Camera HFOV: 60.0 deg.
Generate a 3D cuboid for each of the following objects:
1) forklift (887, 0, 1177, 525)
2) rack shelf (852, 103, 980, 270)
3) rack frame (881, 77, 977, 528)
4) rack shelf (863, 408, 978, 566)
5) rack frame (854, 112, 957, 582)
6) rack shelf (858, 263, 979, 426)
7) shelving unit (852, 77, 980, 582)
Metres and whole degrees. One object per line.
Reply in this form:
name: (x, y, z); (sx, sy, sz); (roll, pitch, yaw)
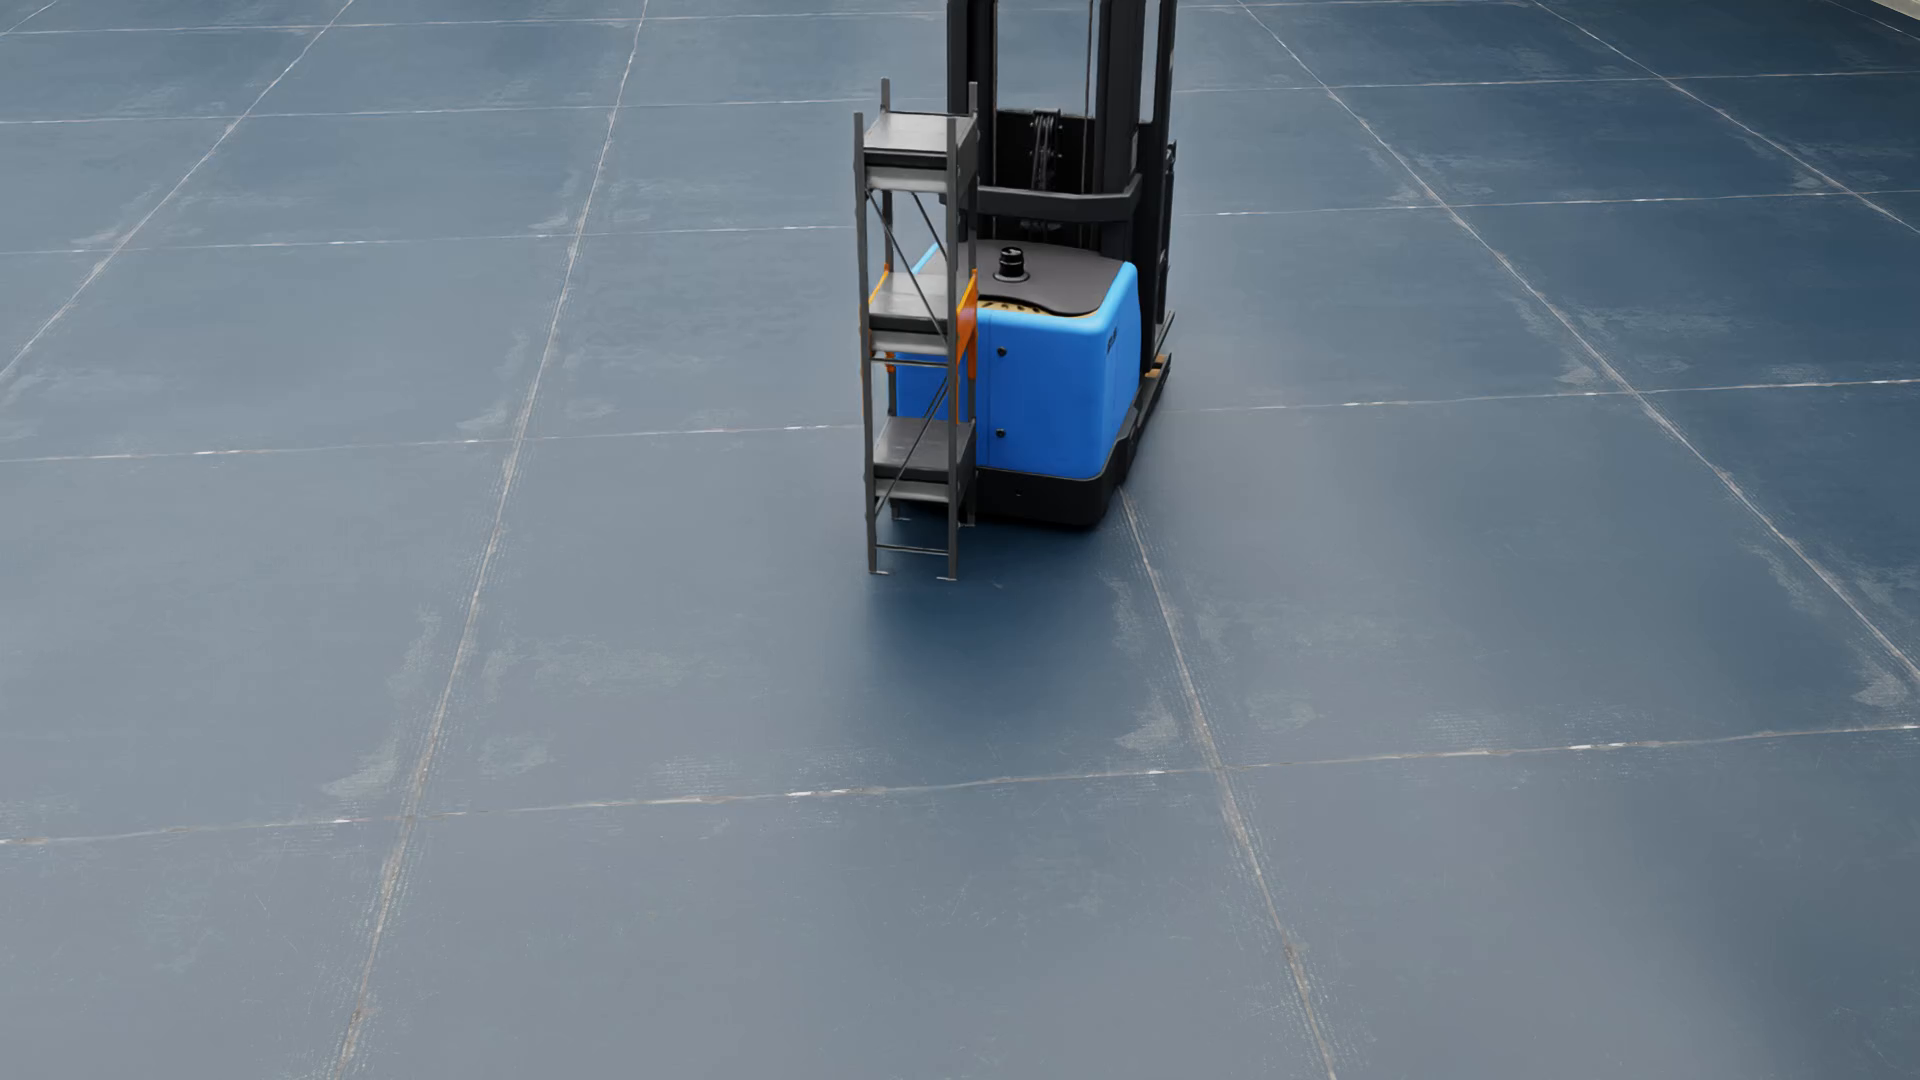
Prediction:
forklift: (0.540, -2.070, 8.358); (1.130, 2.935, 3.031); (8, 32, 14)
rack shelf: (-0.170, -1.446, 6.785); (0.431, 0.518, 0.480); (5, 31, 9)
rack frame: (-0.127, -0.980, 7.343); (0.400, 2.100, 0.015); (5, 31, 9)
rack shelf: (-0.170, -0.244, 7.502); (0.431, 0.518, 0.480); (5, 31, 9)
rack frame: (-0.213, -0.733, 6.930); (0.400, 2.100, 0.015); (5, 31, 9)
rack shelf: (-0.170, -0.845, 7.143); (0.431, 0.518, 0.480); (5, 31, 9)
shelving unit: (-0.170, -0.857, 7.136); (0.431, 2.100, 0.503); (5, 31, 9)
